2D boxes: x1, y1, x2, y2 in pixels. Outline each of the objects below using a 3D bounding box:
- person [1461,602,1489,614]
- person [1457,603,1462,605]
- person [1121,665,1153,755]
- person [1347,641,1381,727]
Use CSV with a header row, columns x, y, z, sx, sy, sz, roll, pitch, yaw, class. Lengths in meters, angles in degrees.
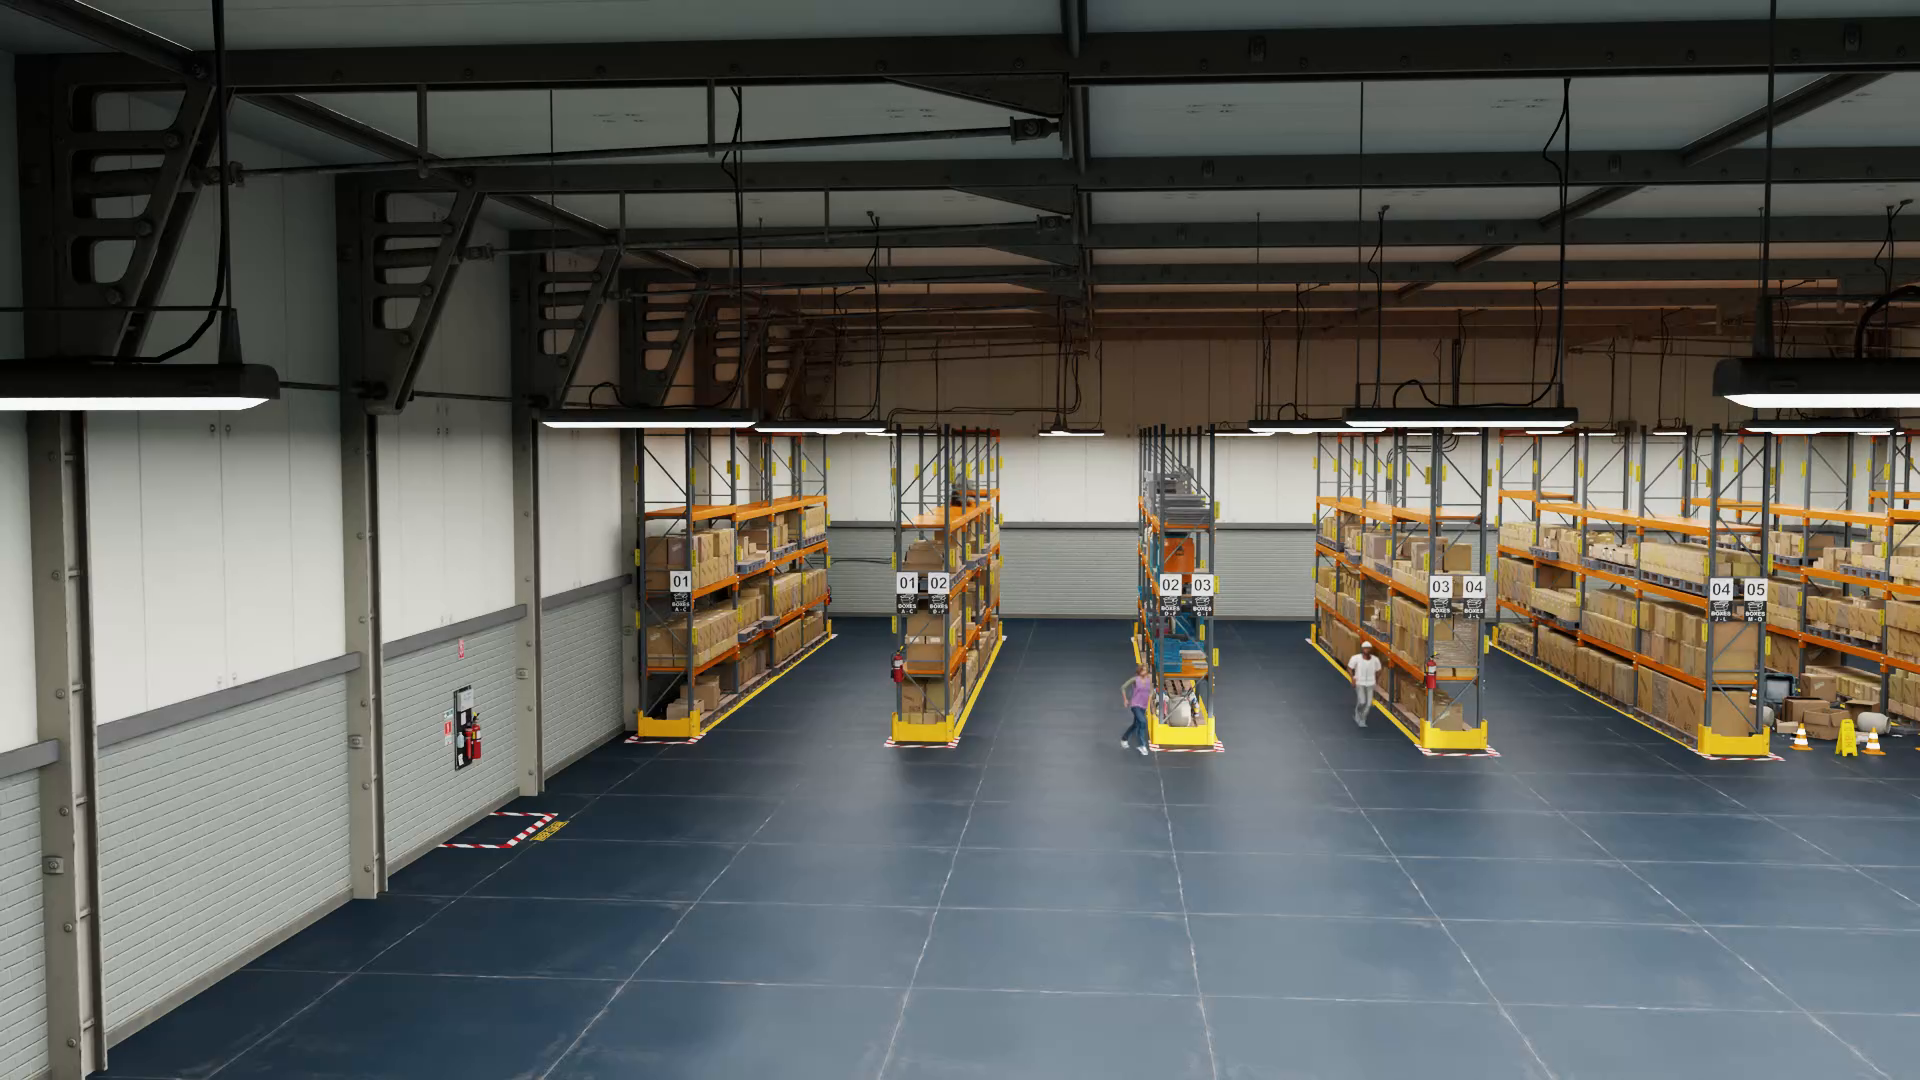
x,y,z,sx,sy,sz,roll,pitch,yaw,class
13.438,2.211,43.400,0.669,1.839,0.866,1,4,10,person
13.597,2.091,46.171,0.748,1.664,0.823,3,4,37,person
3.298,3.072,30.378,0.541,1.585,0.771,-2,4,-35,person
8.041,2.862,32.921,0.640,1.715,0.576,0,3,-2,person
